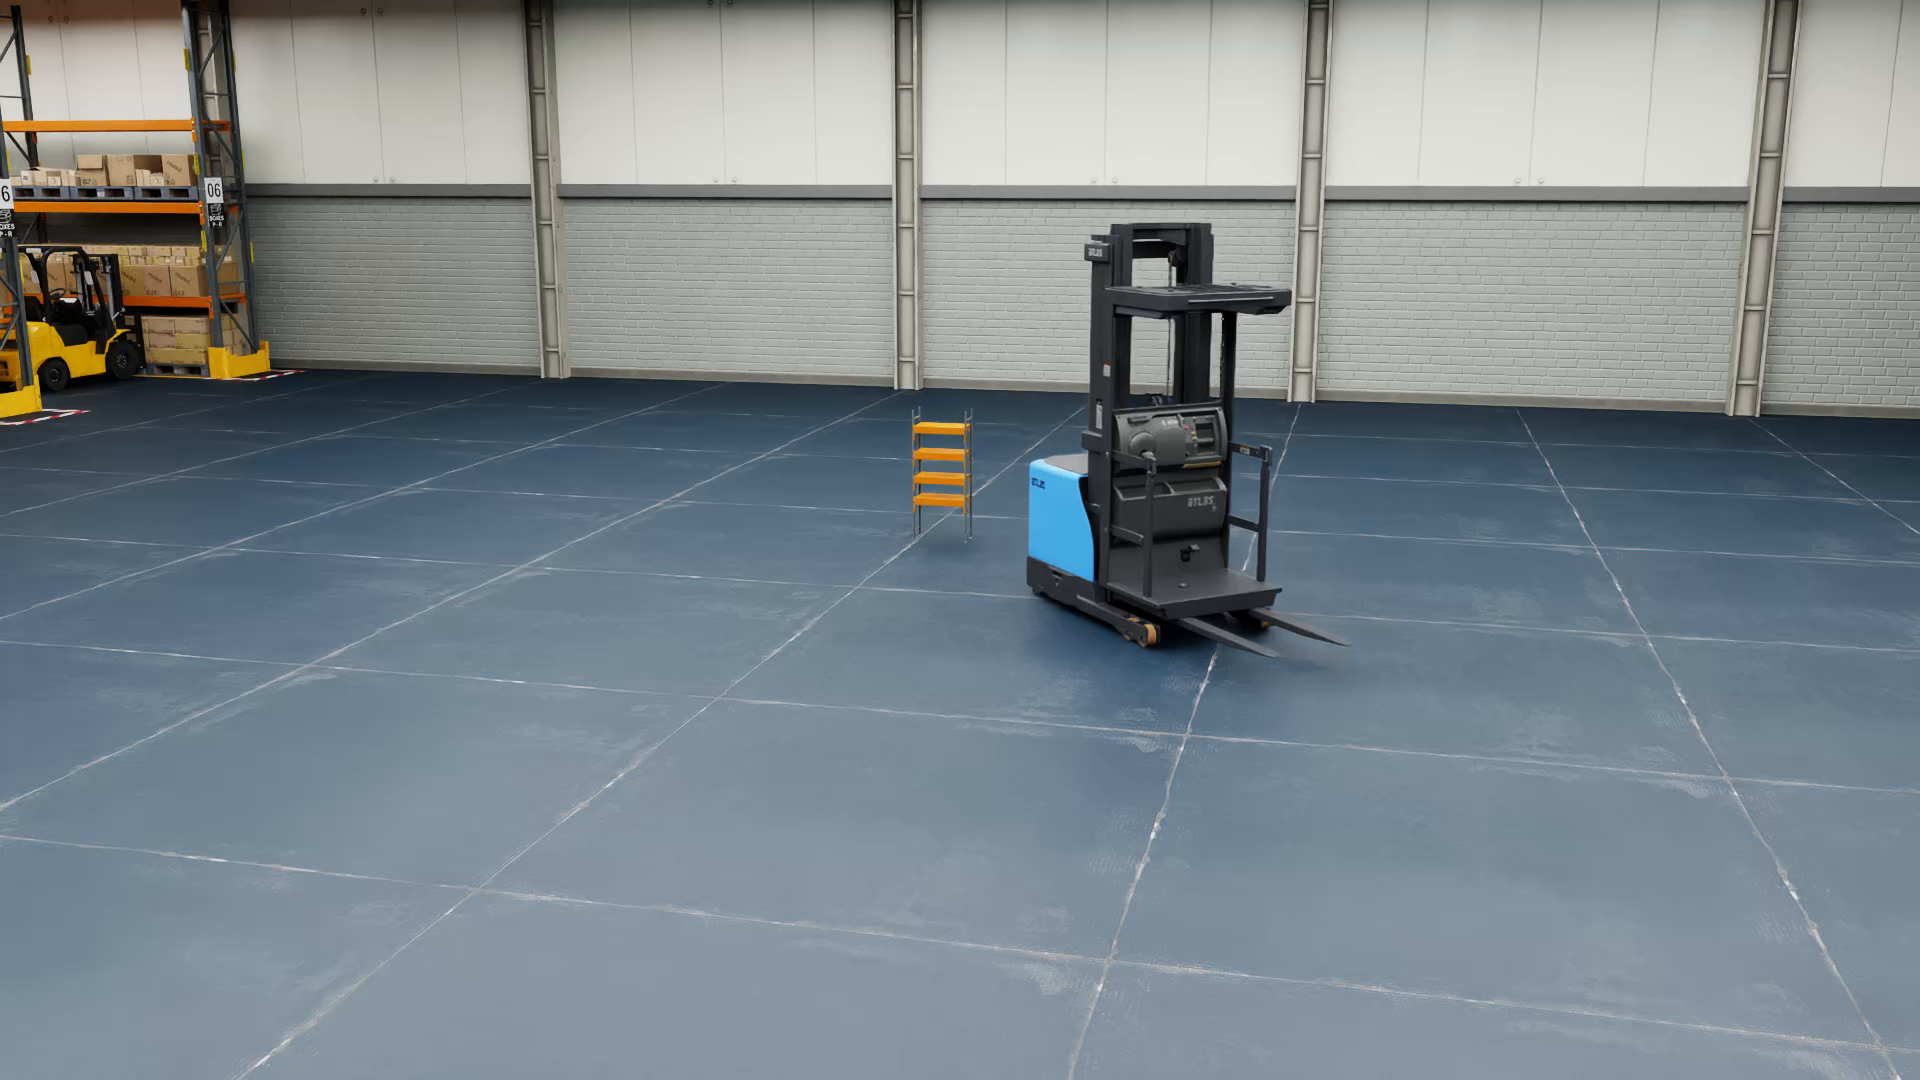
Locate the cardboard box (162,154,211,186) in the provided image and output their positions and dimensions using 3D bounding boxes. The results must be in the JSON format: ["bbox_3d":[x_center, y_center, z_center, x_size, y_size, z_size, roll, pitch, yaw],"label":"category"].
[{"bbox_3d":[-12.476,-5.964,26.831,0.500,0.500,0.500,3,13,15],"label":"cardboard box"}]

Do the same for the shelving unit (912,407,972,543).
[{"bbox_3d":[-0.161,-0.594,15.143,0.503,1.200,0.258,3,13,14],"label":"shelving unit"}]

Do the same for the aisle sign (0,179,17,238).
[{"bbox_3d":[-13.039,-4.512,22.643,0.004,0.787,0.394,3,13,14],"label":"aisle sign"}]

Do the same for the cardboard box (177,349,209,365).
[{"bbox_3d":[-12.519,-3.045,27.413,0.500,0.250,0.500,3,13,14],"label":"cardboard box"}]

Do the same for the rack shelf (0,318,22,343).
[{"bbox_3d":[-15.115,-2.933,23.191,4.000,0.370,1.077,3,13,14],"label":"rack shelf"}]

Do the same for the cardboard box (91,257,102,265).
[{"bbox_3d":[-14.128,-4.642,27.501,0.250,0.149,0.380,3,13,12],"label":"cardboard box"}]

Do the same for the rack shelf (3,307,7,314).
[{"bbox_3d":[-17.813,-4.185,28.832,4.000,0.370,1.077,3,13,14],"label":"rack shelf"}]

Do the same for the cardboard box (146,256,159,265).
[{"bbox_3d":[-13.122,-4.598,27.304,0.250,0.149,0.380,3,13,13],"label":"cardboard box"}]

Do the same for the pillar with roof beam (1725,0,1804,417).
[{"bbox_3d":[9.822,-5.228,18.024,0.400,9.000,9.100,3,13,14],"label":"pillar with roof beam"}]

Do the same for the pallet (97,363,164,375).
[{"bbox_3d":[-13.921,-2.958,28.079,1.213,0.211,1.003,3,13,14],"label":"pallet"}]

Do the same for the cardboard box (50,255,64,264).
[{"bbox_3d":[-14.891,-4.677,27.660,0.250,0.149,0.380,3,13,15],"label":"cardboard box"}]

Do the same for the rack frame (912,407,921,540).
[{"bbox_3d":[-0.398,-0.607,15.200,0.015,1.200,0.240,3,13,14],"label":"rack frame"}]

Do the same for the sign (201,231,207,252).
[{"bbox_3d":[-12.131,-4.792,26.688,0.005,0.325,0.100,3,13,14],"label":"sign"}]

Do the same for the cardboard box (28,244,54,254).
[{"bbox_3d":[-15.353,-4.873,27.858,0.250,0.149,0.380,3,13,14],"label":"cardboard box"}]

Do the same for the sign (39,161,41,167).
[{"bbox_3d":[-15.740,-6.305,28.423,0.005,0.325,0.100,3,13,14],"label":"sign"}]

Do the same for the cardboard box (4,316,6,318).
[{"bbox_3d":[-16.380,-3.503,28.609,0.625,0.625,0.875,4,13,16],"label":"cardboard box"}]

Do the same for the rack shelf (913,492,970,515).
[{"bbox_3d":[-0.161,-0.335,15.200,0.480,0.148,0.258,3,13,14],"label":"rack shelf"}]

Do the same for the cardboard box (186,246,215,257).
[{"bbox_3d":[-12.386,-4.710,27.121,0.250,0.149,0.380,3,13,14],"label":"cardboard box"}]

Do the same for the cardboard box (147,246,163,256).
[{"bbox_3d":[-13.117,-4.752,27.314,0.250,0.149,0.380,3,13,14],"label":"cardboard box"}]

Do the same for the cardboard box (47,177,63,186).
[{"bbox_3d":[-14.762,-5.901,27.360,0.250,0.149,0.380,3,13,15],"label":"cardboard box"}]

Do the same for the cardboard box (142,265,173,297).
[{"bbox_3d":[-13.030,-4.273,27.336,0.500,0.500,0.500,3,13,15],"label":"cardboard box"}]

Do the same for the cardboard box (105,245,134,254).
[{"bbox_3d":[-13.876,-4.788,27.475,0.250,0.149,0.380,3,13,14],"label":"cardboard box"}]

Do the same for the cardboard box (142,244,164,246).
[{"bbox_3d":[-13.498,-4.888,27.925,0.250,0.149,0.380,3,13,12],"label":"cardboard box"}]

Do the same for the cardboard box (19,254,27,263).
[{"bbox_3d":[-15.625,-4.726,27.881,0.250,0.149,0.380,3,13,13],"label":"cardboard box"}]

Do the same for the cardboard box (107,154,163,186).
[{"bbox_3d":[-13.446,-6.038,27.165,0.500,0.500,0.700,3,13,14],"label":"cardboard box"}]

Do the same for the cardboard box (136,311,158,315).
[{"bbox_3d":[-13.874,-3.722,28.153,0.500,0.250,0.500,3,13,12],"label":"cardboard box"}]

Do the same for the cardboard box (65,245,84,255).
[{"bbox_3d":[-14.624,-4.815,27.598,0.250,0.149,0.380,3,13,13],"label":"cardboard box"}]

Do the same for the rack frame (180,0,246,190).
[{"bbox_3d":[-11.988,-7.154,26.701,0.127,3.000,1.000,3,13,14],"label":"rack frame"}]

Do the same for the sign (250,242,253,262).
[{"bbox_3d":[-11.849,-4.802,27.773,0.005,0.325,0.100,3,13,14],"label":"sign"}]

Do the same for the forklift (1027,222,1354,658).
[{"bbox_3d":[1.646,-0.779,11.978,1.130,2.935,3.031,-6,14,-26],"label":"forklift"}]

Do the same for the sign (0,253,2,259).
[{"bbox_3d":[-15.992,-4.844,27.653,0.005,0.325,0.100,3,13,14],"label":"sign"}]

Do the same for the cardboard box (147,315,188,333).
[{"bbox_3d":[-13.006,-3.559,27.421,0.500,0.250,0.500,3,13,15],"label":"cardboard box"}]

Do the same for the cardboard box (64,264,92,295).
[{"bbox_3d":[-14.501,-4.354,27.701,0.500,0.500,0.500,3,13,13],"label":"cardboard box"}]

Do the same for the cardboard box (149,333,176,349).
[{"bbox_3d":[-13.019,-3.319,27.494,0.500,0.250,0.500,3,13,13],"label":"cardboard box"}]

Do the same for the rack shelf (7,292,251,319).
[{"bbox_3d":[-13.929,-3.977,27.896,4.000,0.370,1.077,3,13,14],"label":"rack shelf"}]

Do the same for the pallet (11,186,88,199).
[{"bbox_3d":[-15.037,-5.815,27.796,1.213,0.211,1.003,3,13,14],"label":"pallet"}]

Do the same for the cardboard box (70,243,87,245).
[{"bbox_3d":[-14.995,-4.957,28.237,0.250,0.149,0.380,3,13,13],"label":"cardboard box"}]

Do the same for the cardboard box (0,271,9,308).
[{"bbox_3d":[-13.567,-3.458,22.976,0.500,0.500,0.500,3,13,13],"label":"cardboard box"}]

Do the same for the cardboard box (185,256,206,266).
[{"bbox_3d":[-12.391,-4.549,27.085,0.250,0.149,0.380,3,13,14],"label":"cardboard box"}]

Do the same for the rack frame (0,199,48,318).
[{"bbox_3d":[-15.871,-4.432,28.286,0.127,3.000,1.000,3,13,14],"label":"rack frame"}]

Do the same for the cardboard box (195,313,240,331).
[{"bbox_3d":[-12.409,-3.640,27.786,0.500,0.250,0.500,3,13,13],"label":"cardboard box"}]
